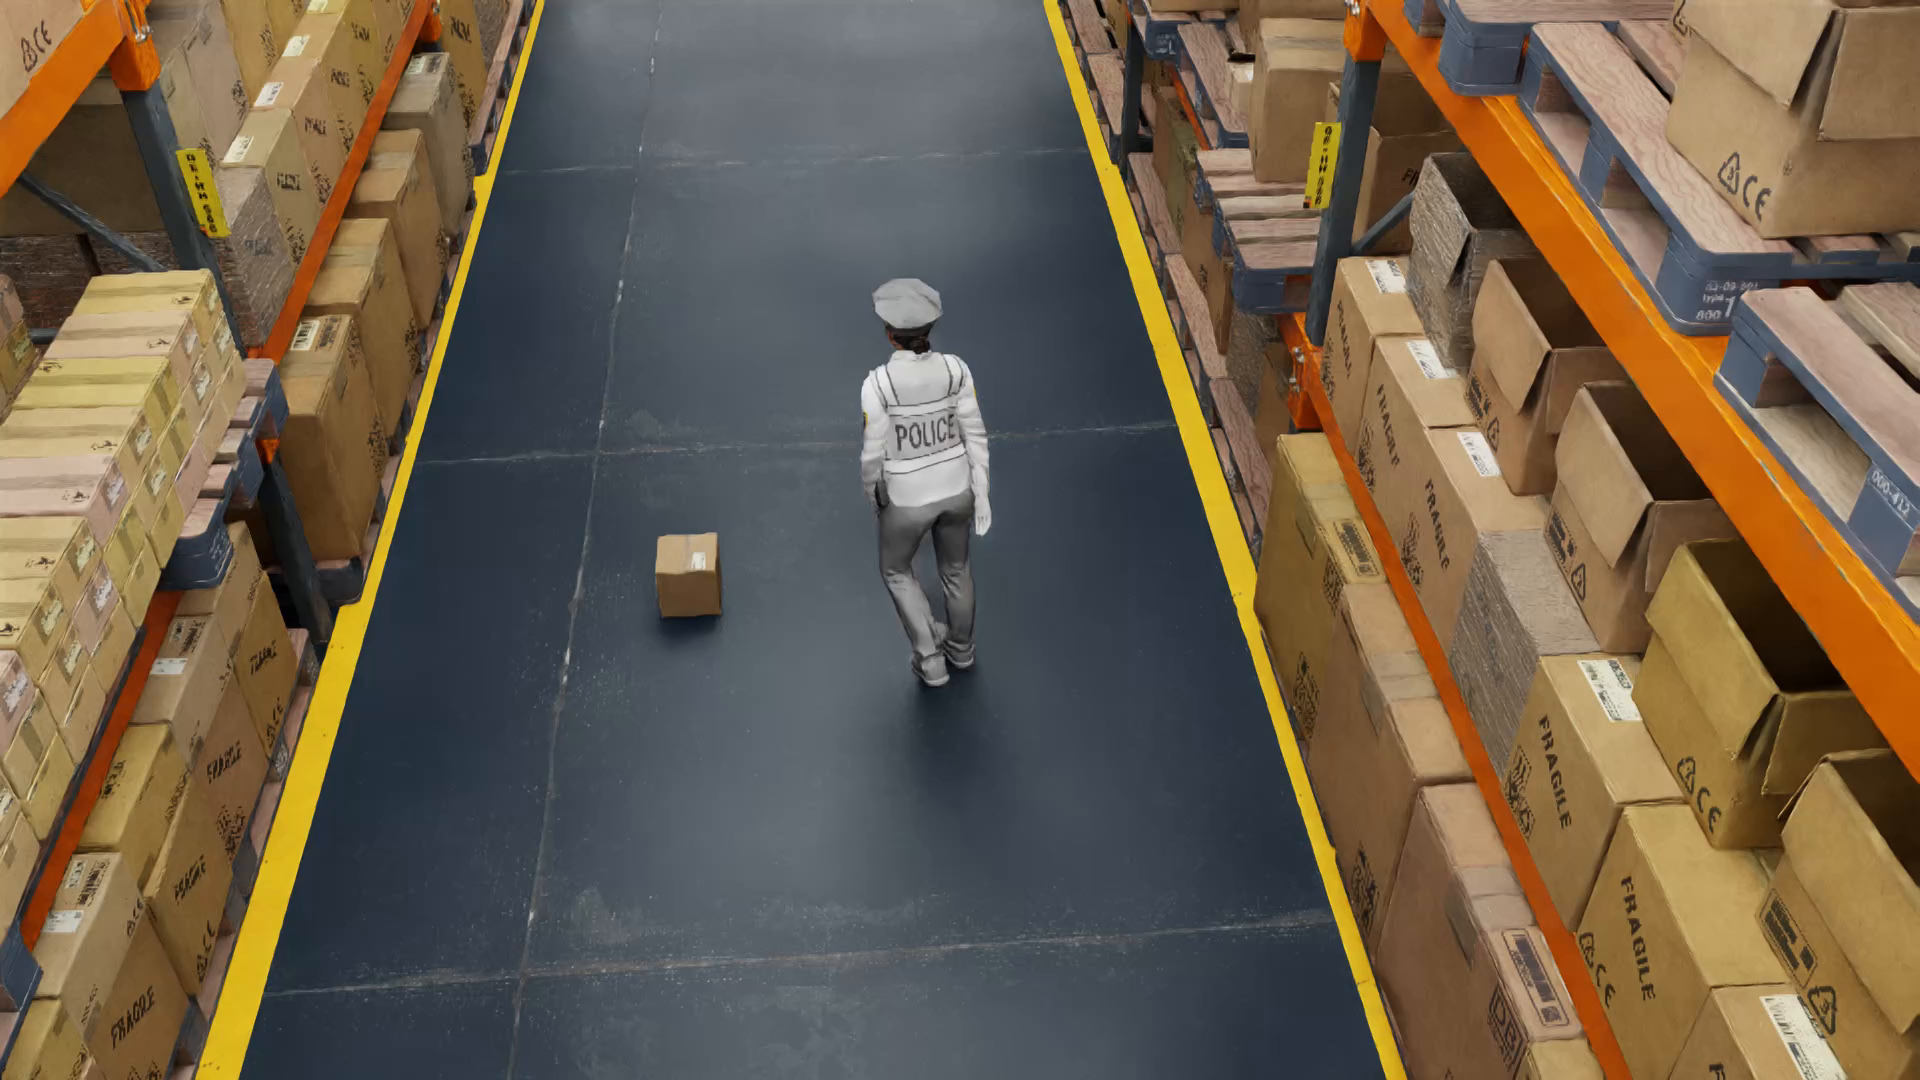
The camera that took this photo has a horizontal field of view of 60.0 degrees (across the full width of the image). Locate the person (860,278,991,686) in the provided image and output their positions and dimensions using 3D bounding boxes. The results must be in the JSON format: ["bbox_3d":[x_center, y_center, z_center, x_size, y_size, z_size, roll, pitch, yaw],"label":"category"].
[{"bbox_3d":[-0.120,-0.149,6.346,0.493,1.652,0.616,-18,43,-21],"label":"person"}]
